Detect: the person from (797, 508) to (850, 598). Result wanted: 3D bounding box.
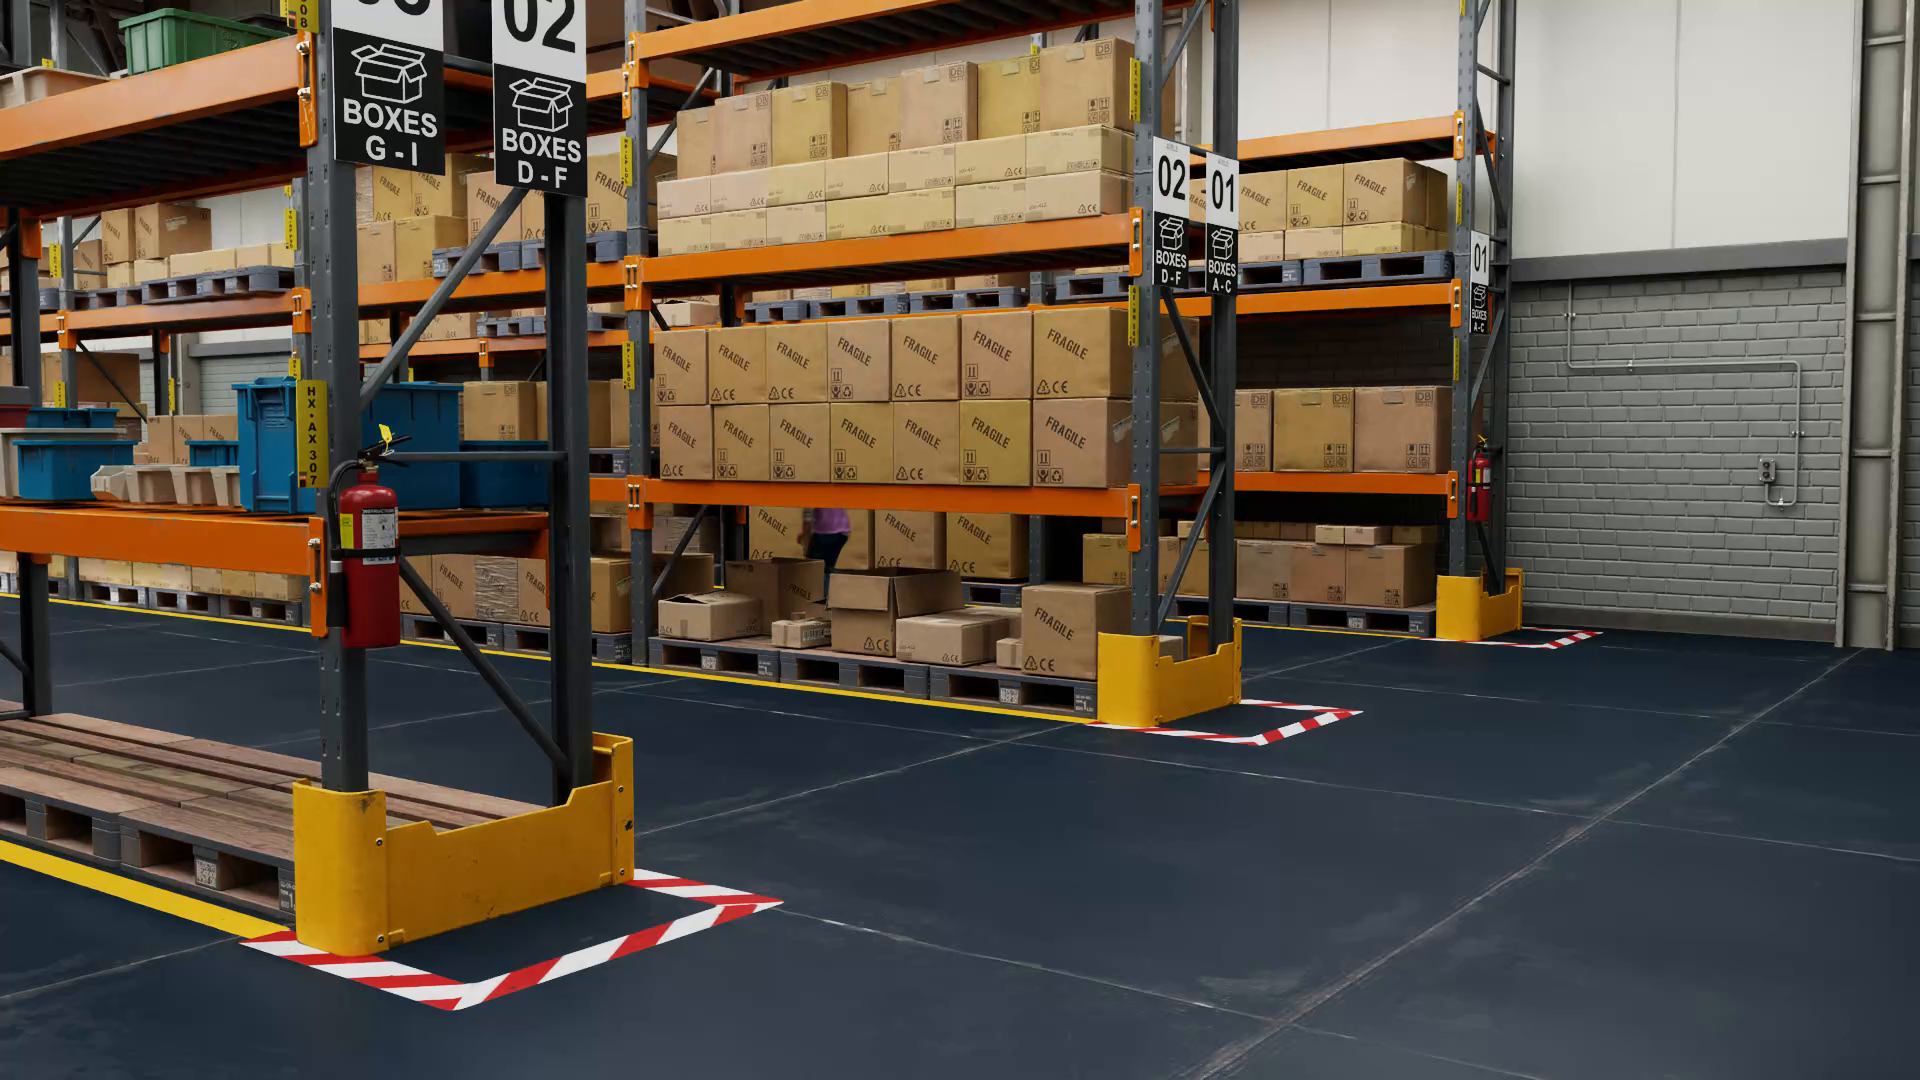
[{"bbox_3d":[-1.183,-0.058,14.449,0.417,1.539,0.433,3,4,37],"label":"person"}]
